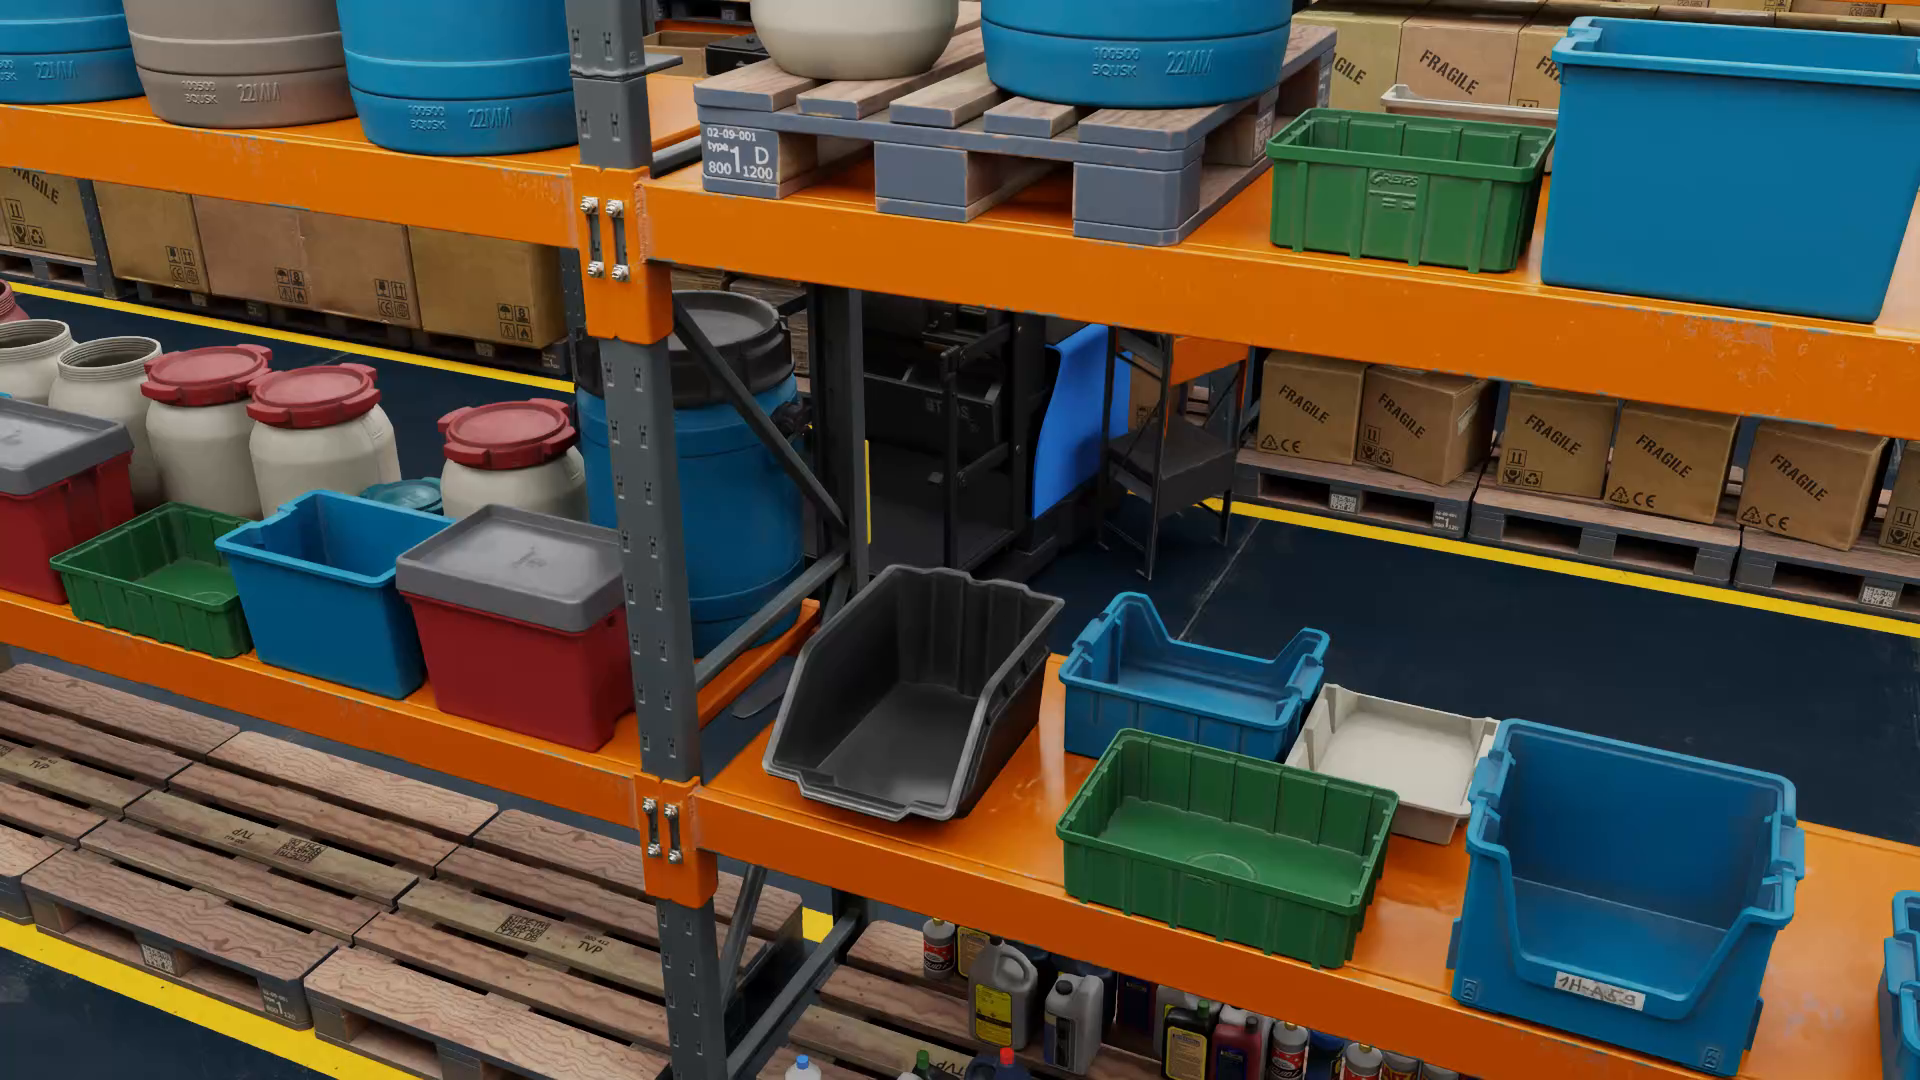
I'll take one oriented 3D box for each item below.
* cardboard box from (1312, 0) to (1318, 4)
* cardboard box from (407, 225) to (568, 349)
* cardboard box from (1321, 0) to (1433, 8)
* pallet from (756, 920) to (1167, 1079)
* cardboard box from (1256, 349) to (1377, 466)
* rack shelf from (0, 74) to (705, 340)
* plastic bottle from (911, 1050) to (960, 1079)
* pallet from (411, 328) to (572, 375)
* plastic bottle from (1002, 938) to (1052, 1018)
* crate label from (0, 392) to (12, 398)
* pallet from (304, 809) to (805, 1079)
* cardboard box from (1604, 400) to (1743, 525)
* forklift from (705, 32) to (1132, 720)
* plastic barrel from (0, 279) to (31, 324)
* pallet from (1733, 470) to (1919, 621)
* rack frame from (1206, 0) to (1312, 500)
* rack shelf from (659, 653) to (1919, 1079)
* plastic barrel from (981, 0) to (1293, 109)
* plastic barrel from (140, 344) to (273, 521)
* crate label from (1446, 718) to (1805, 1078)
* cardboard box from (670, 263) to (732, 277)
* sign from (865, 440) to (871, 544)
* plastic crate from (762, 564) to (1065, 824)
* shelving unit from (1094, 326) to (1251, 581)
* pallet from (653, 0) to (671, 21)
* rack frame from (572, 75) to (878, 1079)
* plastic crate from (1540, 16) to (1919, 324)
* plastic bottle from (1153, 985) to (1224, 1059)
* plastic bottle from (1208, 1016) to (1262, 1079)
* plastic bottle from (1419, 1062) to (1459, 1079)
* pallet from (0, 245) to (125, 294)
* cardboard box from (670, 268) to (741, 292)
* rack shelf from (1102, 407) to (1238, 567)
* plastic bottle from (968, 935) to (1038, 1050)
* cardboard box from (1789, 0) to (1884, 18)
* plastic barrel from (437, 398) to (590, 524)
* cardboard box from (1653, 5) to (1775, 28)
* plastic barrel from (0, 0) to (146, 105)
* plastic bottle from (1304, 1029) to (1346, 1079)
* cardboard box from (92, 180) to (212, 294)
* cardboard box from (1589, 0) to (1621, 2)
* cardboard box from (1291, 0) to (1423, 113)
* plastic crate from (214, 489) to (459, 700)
[{"bbox_3d":[2.627,-3.869,12.600,0.500,0.500,0.500,11,28,21],"label":"cardboard box"},{"bbox_3d":[-2.733,-1.869,10.581,0.875,0.875,1.225,10,28,19],"label":"cardboard box"},{"bbox_3d":[2.051,-2.423,8.195,0.500,0.500,0.500,11,28,22],"label":"cardboard box"},{"bbox_3d":[0.071,1.614,4.733,1.213,0.211,1.003,11,28,22],"label":"pallet"},{"bbox_3d":[1.875,-0.746,8.724,0.500,0.500,0.500,10,28,20],"label":"cardboard box"},{"bbox_3d":[-2.343,-1.165,4.640,4.000,0.370,1.077,11,28,22],"label":"rack shelf"},{"bbox_3d":[-0.065,1.484,4.416,0.133,0.283,0.061,11,28,22],"label":"plastic bottle"},{"bbox_3d":[-2.800,-1.423,10.901,1.213,0.211,1.003,11,28,22],"label":"pallet"},{"bbox_3d":[0.183,1.216,4.885,0.185,0.351,0.144,11,28,20],"label":"plastic bottle"},{"bbox_3d":[-3.372,-0.234,5.288,0.616,0.435,0.502,11,28,22],"label":"crate label"},{"bbox_3d":[-1.254,1.346,5.276,1.213,0.211,1.003,11,28,22],"label":"pallet"},{"bbox_3d":[3.487,-0.442,8.107,0.500,0.500,0.500,14,30,27],"label":"cardboard box"},{"bbox_3d":[-0.326,-1.079,7.123,1.130,2.935,3.031,15,30,28],"label":"forklift"},{"bbox_3d":[-3.616,-0.606,5.931,0.708,0.536,0.600,11,28,22],"label":"plastic barrel"},{"bbox_3d":[4.375,0.038,7.935,1.213,0.211,1.003,11,28,22],"label":"pallet"},{"bbox_3d":[1.527,-1.768,8.446,0.127,3.000,1.000,11,28,22],"label":"rack frame"},{"bbox_3d":[1.298,0.912,3.817,4.000,0.370,1.077,11,28,22],"label":"rack shelf"},{"bbox_3d":[0.339,-1.311,3.077,0.708,0.901,0.600,11,28,22],"label":"plastic barrel"},{"bbox_3d":[-2.365,-0.314,5.338,0.433,0.535,0.433,0,26,0],"label":"plastic barrel"},{"bbox_3d":[1.331,0.711,3.370,0.616,0.435,0.502,11,28,22],"label":"crate label"},{"bbox_3d":[-1.492,-1.801,9.996,0.500,0.250,0.500,13,29,24],"label":"cardboard box"},{"bbox_3d":[-0.285,-0.120,4.785,0.005,0.325,0.100,11,28,22],"label":"sign"},{"bbox_3d":[-0.099,0.398,4.116,0.504,0.338,0.767,11,28,22],"label":"plastic crate"},{"bbox_3d":[0.986,-0.845,7.506,0.503,2.100,0.431,-22,41,-29],"label":"shelving unit"},{"bbox_3d":[-2.974,-4.923,15.069,1.213,0.211,1.003,11,28,22],"label":"pallet"},{"bbox_3d":[-0.523,0.223,4.401,0.127,3.000,1.000,11,28,22],"label":"rack frame"},{"bbox_3d":[1.258,-0.611,2.718,0.575,0.384,0.392,11,28,22],"label":"plastic crate"},{"bbox_3d":[0.651,1.310,4.693,0.185,0.351,0.144,11,28,21],"label":"plastic bottle"},{"bbox_3d":[0.754,1.415,4.558,0.133,0.283,0.061,11,28,22],"label":"plastic bottle"},{"bbox_3d":[1.285,1.462,4.476,0.097,0.271,0.097,0,26,0],"label":"plastic bottle"},{"bbox_3d":[-6.415,-2.150,12.379,1.213,0.211,1.003,11,28,22],"label":"pallet"},{"bbox_3d":[-1.496,-1.461,10.153,0.500,0.500,0.700,10,28,19],"label":"cardboard box"},{"bbox_3d":[0.978,-0.258,7.910,0.480,0.518,0.431,-22,41,-29],"label":"rack shelf"},{"bbox_3d":[0.123,1.274,4.767,0.185,0.351,0.144,11,28,22],"label":"plastic bottle"},{"bbox_3d":[6.000,-3.868,11.319,0.550,0.550,0.875,11,28,22],"label":"cardboard box"},{"bbox_3d":[-1.303,-0.101,4.905,0.433,0.535,0.433,0,26,0],"label":"plastic barrel"},{"bbox_3d":[3.415,-2.148,7.635,0.500,0.500,0.500,11,28,22],"label":"cardboard box"},{"bbox_3d":[-2.266,-1.592,4.125,0.708,0.901,0.600,11,28,22],"label":"plastic barrel"},{"bbox_3d":[1.009,1.407,4.588,0.097,0.271,0.097,0,26,0],"label":"plastic bottle"},{"bbox_3d":[-5.164,-2.357,11.572,0.875,0.875,1.225,11,28,22],"label":"cardboard box"},{"bbox_3d":[4.543,-4.161,11.913,0.550,0.550,0.875,11,28,22],"label":"cardboard box"},{"bbox_3d":[1.832,-2.211,7.762,0.500,0.500,0.500,11,28,22],"label":"cardboard box"},{"bbox_3d":[-1.656,0.154,4.560,0.575,0.384,0.392,11,28,22],"label":"plastic crate"}]
